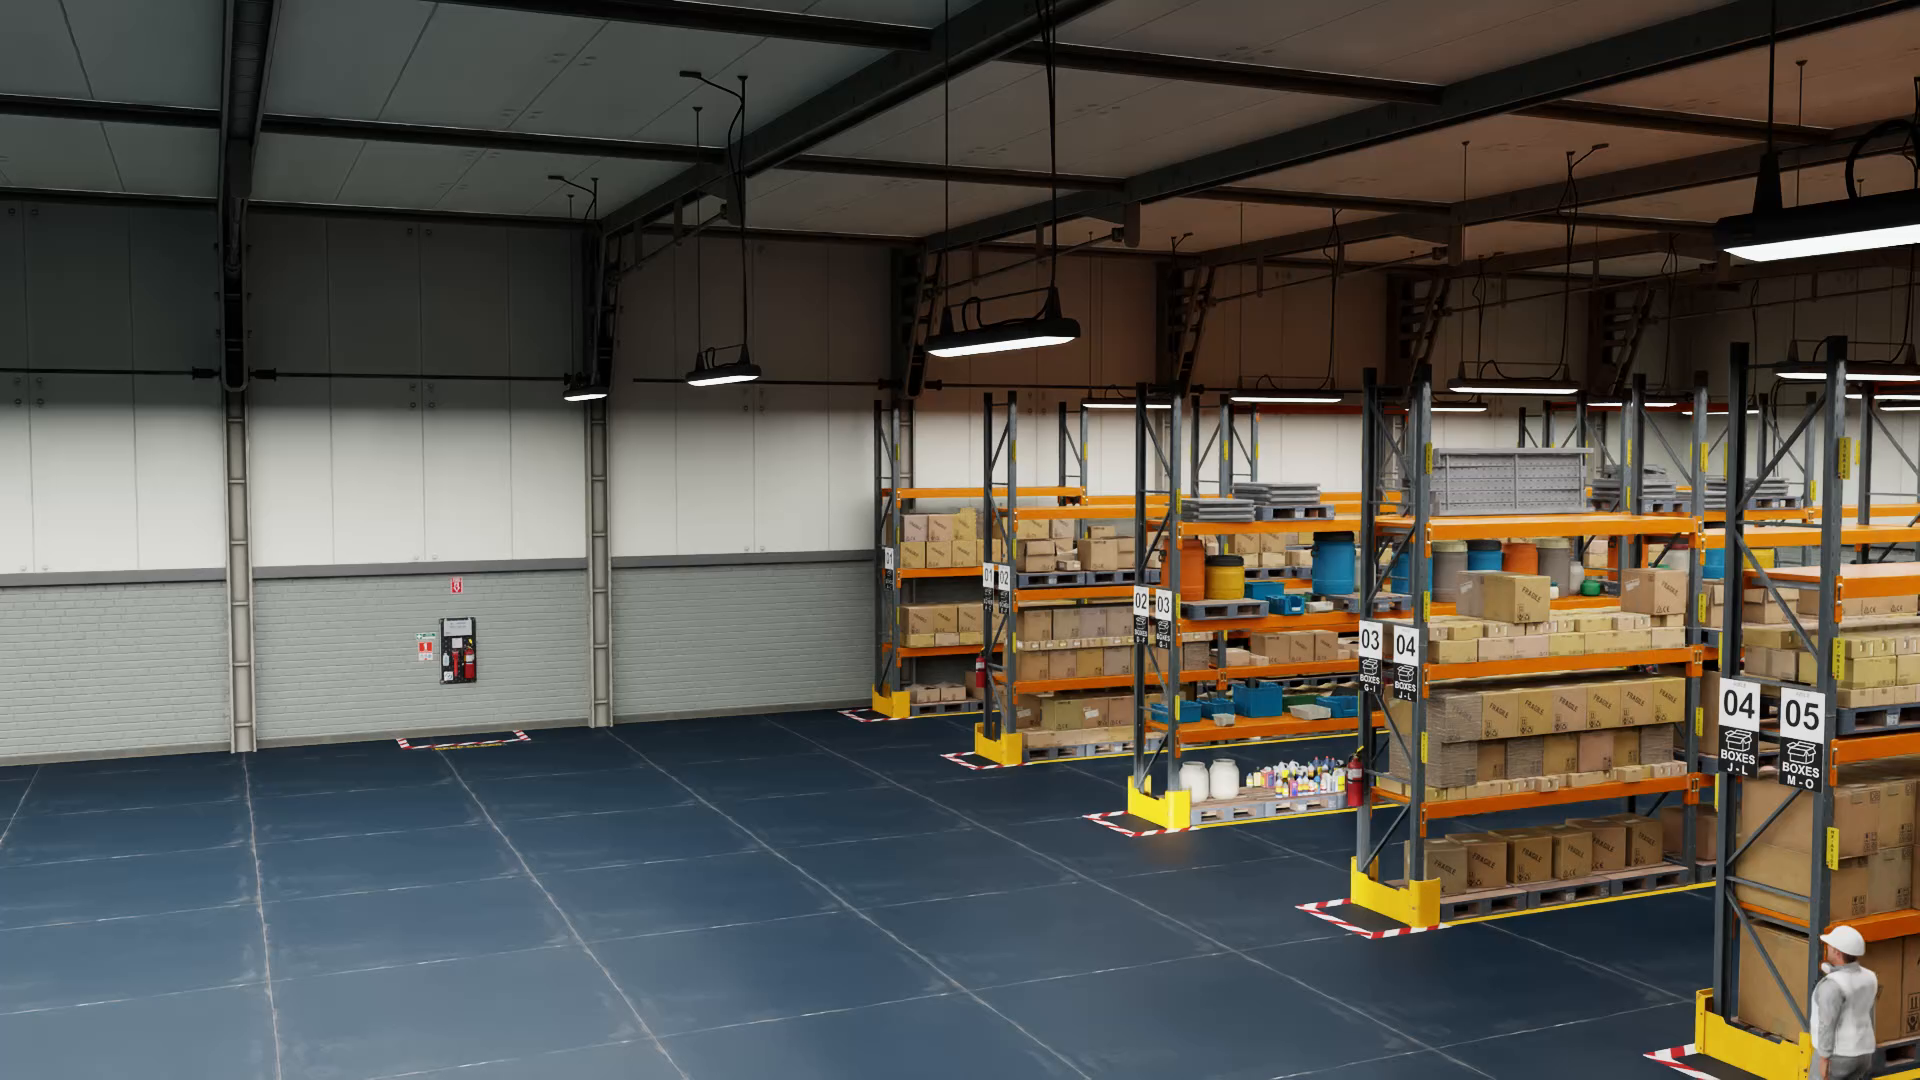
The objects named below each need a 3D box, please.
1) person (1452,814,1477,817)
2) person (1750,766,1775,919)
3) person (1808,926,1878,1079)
[{"bbox_3d":[6.976,3.000,23.028,0.568,1.715,0.504,-2,4,-29],"label":"person"},{"bbox_3d":[8.597,3.275,17.783,0.535,1.721,0.573,-1,4,-20],"label":"person"},{"bbox_3d":[6.235,3.590,11.665,0.542,1.759,0.709,-2,4,-30],"label":"person"}]
